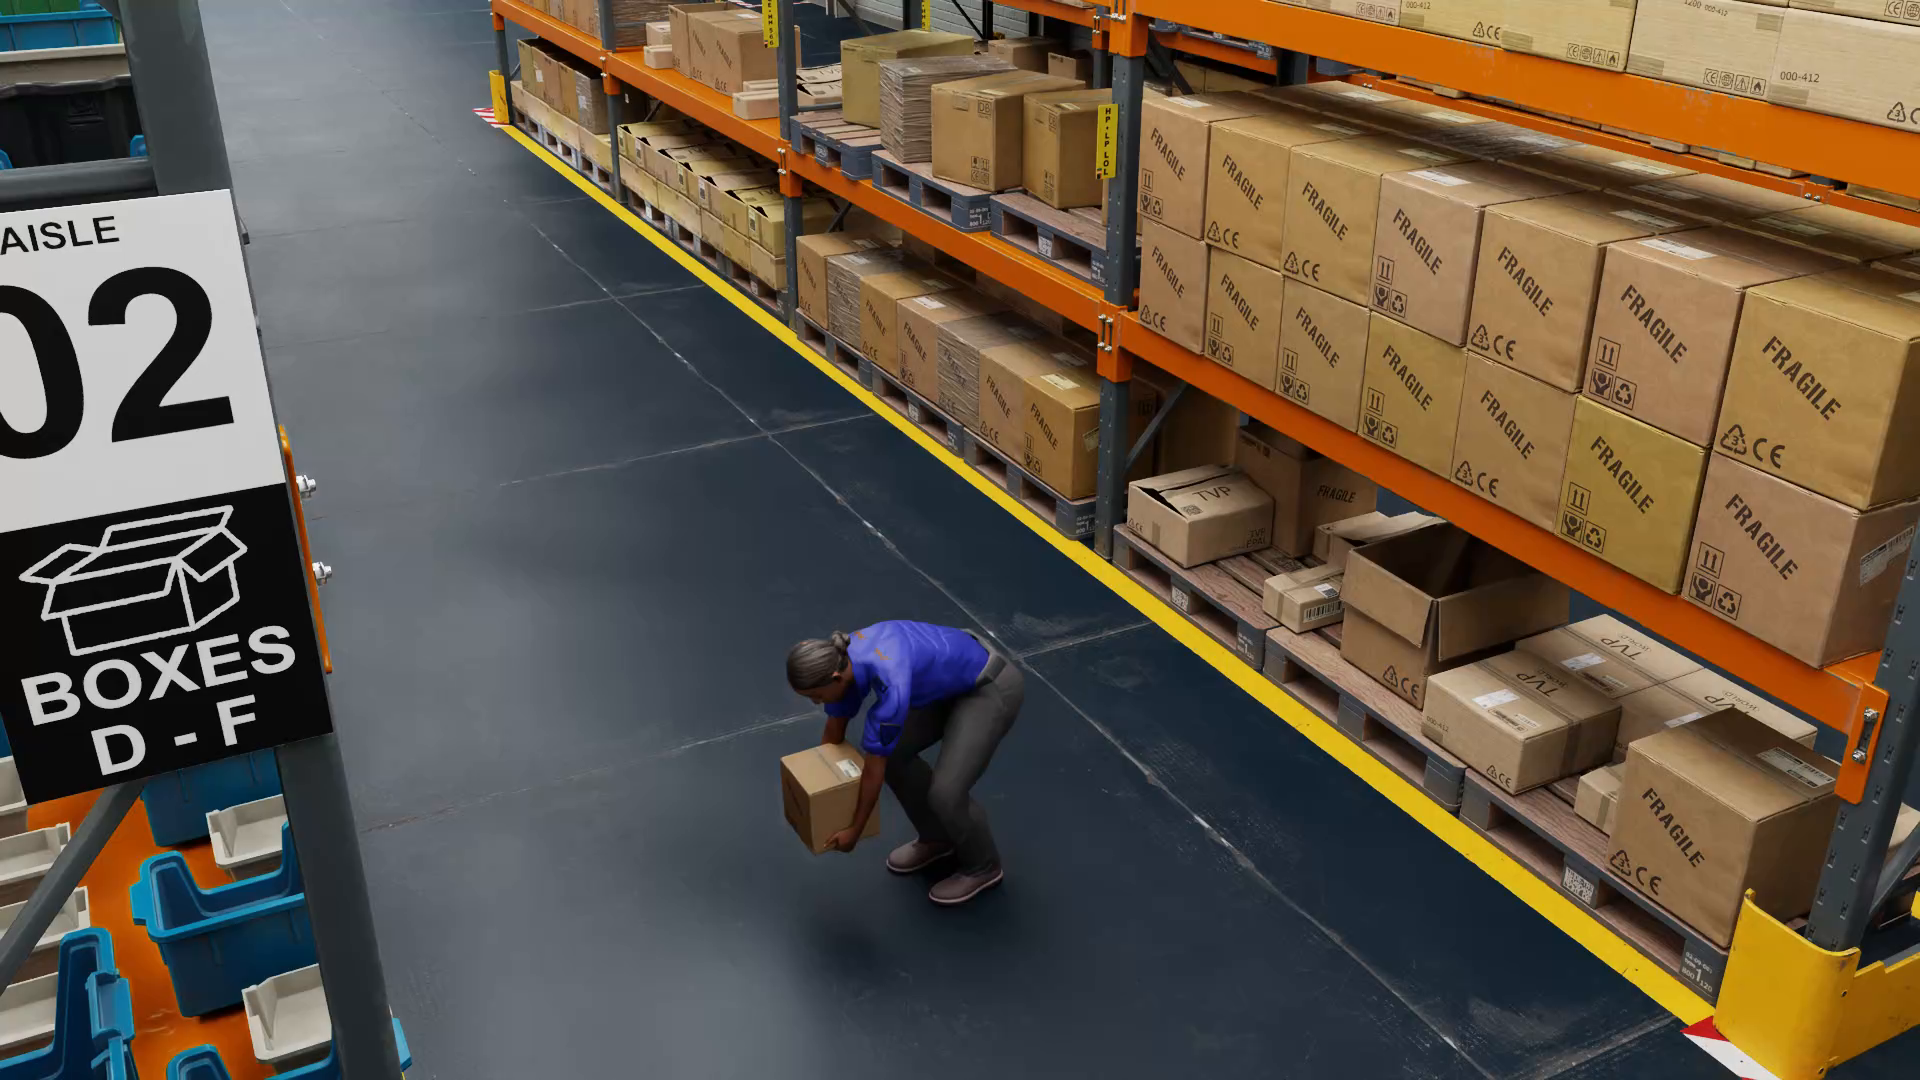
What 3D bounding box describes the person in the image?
[{"bbox_3d":[-0.184,0.745,5.711,0.850,1.104,0.443,-14,29,-27],"label":"person"}]
